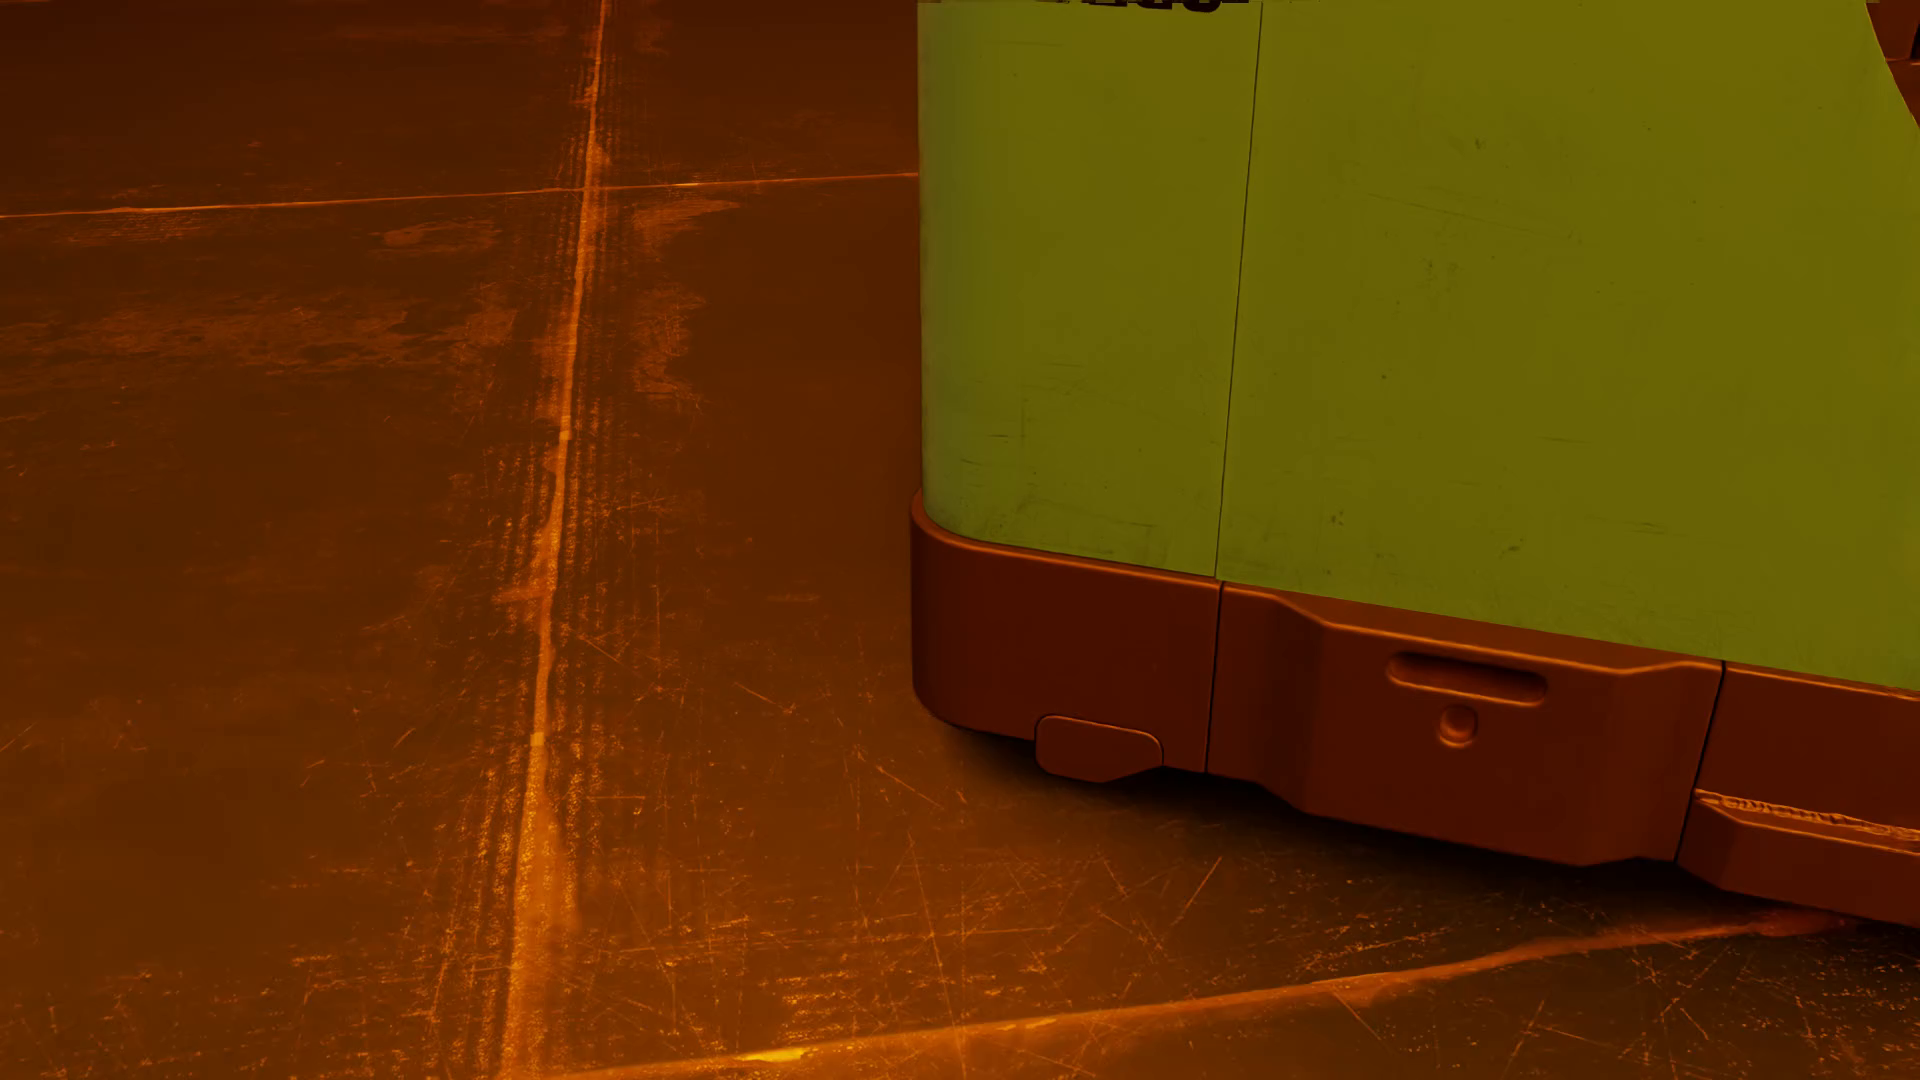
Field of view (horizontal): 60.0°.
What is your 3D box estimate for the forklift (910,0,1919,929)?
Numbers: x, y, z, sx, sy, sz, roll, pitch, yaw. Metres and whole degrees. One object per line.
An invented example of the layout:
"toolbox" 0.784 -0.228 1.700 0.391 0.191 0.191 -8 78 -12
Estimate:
"forklift" 1.517 -1.031 1.317 3.031 2.935 1.130 9 29 16
